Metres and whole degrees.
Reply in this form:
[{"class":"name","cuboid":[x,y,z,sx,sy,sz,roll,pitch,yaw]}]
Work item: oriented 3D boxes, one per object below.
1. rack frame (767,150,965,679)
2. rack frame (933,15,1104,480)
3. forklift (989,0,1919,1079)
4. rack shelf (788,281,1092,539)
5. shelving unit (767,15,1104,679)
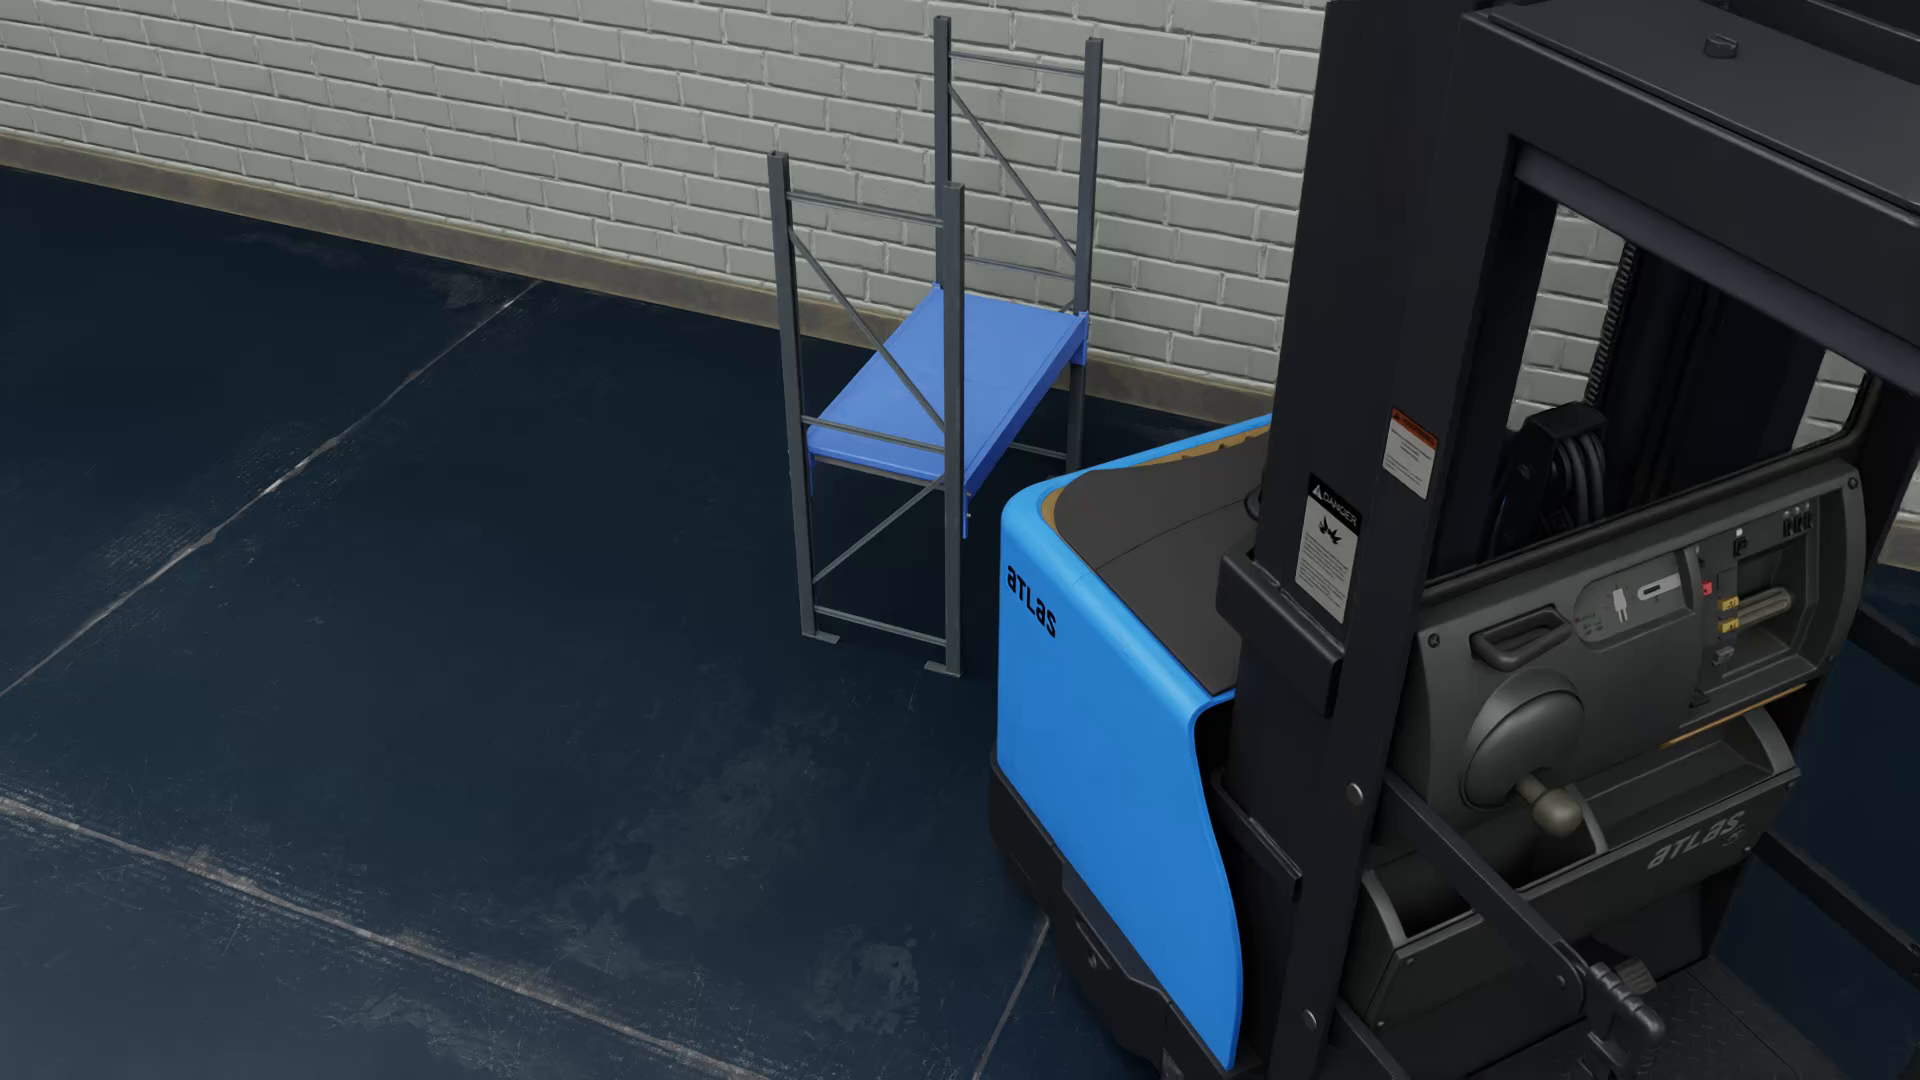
[{"class":"rack frame","cuboid":[-0.226,-0.272,4.361,0.500,1.500,0.032,14,39,18]},{"class":"rack frame","cuboid":[0.161,-0.835,5.114,0.500,1.500,0.032,14,39,18]},{"class":"forklift","cuboid":[1.193,0.236,2.486,1.130,2.935,3.031,-17,40,-21]},{"class":"rack shelf","cuboid":[-0.032,-0.409,4.845,0.538,0.185,1.000,14,39,18]},{"class":"shelving unit","cuboid":[-0.032,-0.553,4.738,0.538,1.500,1.048,14,39,18]}]
